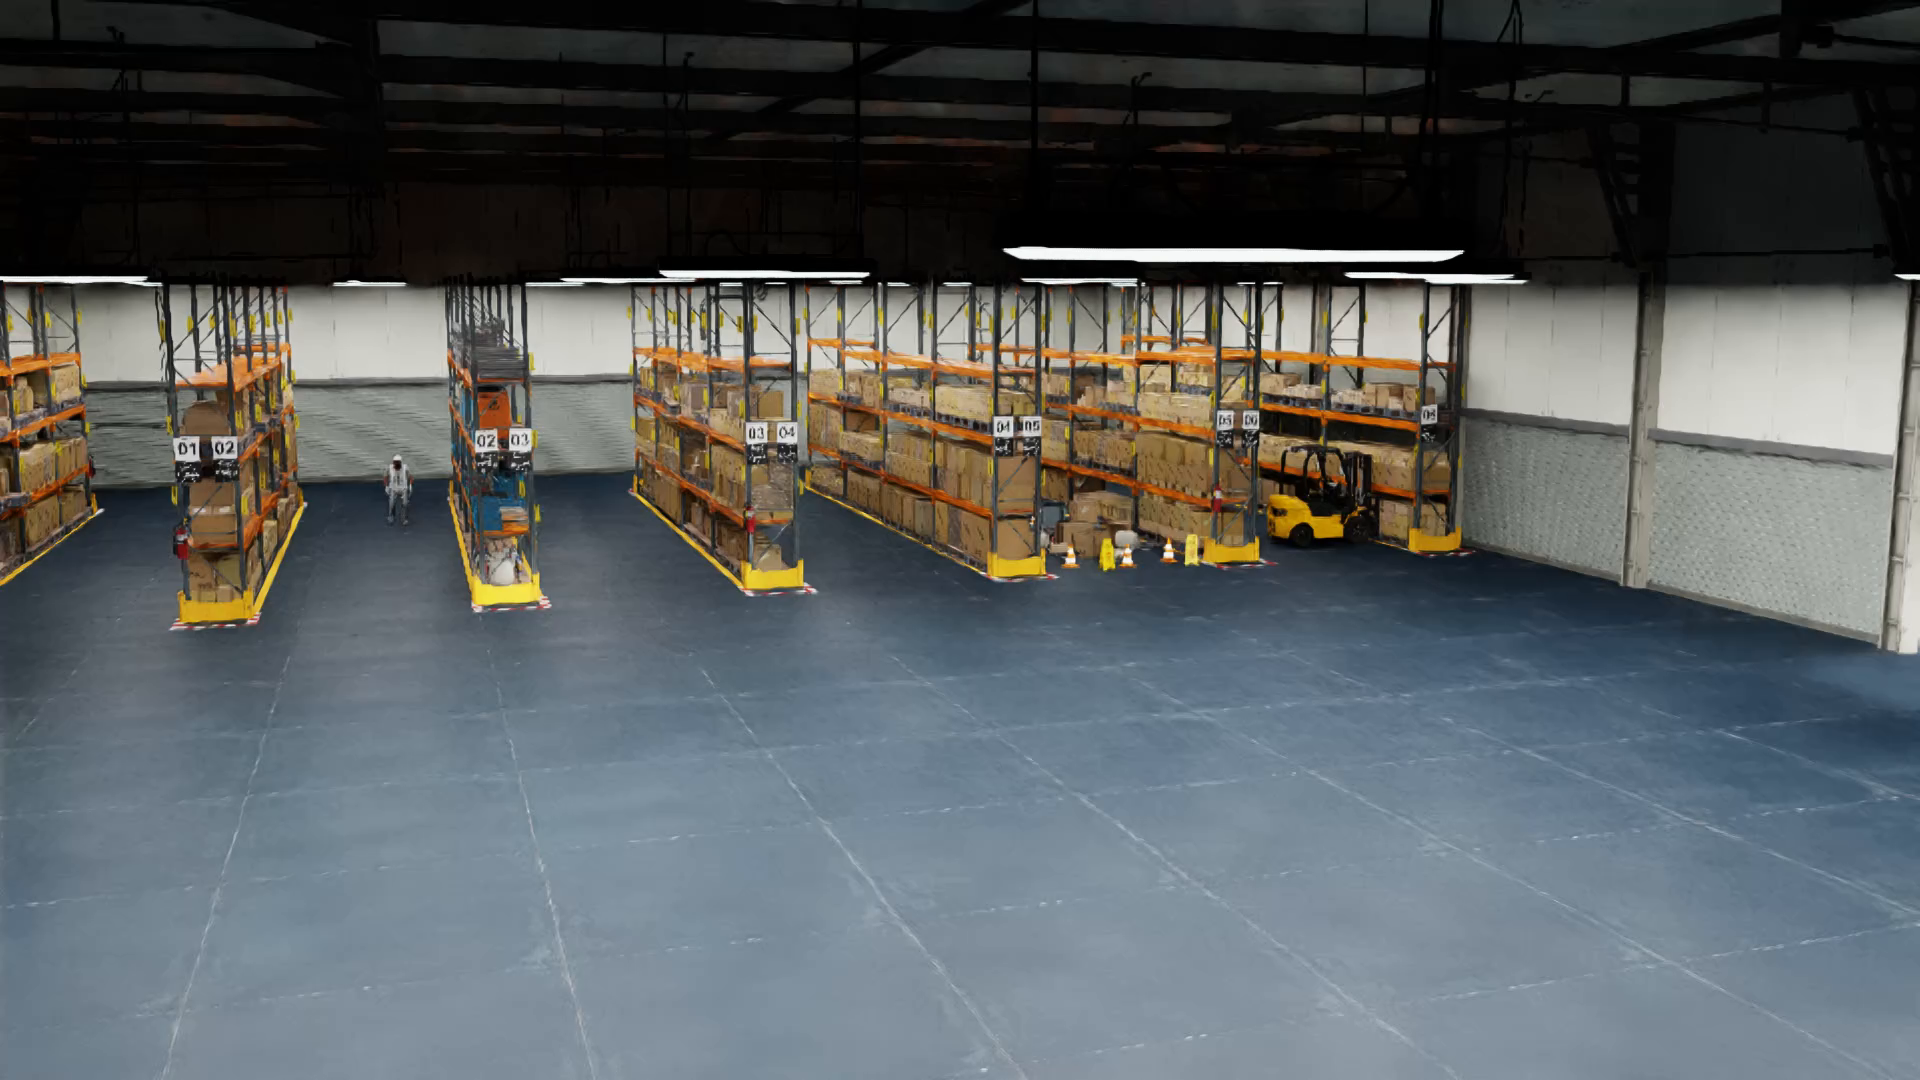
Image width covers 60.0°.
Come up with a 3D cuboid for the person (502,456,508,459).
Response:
[{"bbox_3d":[-13.435,-2.432,48.468,0.586,1.704,0.950,2,9,10],"label":"person"}]

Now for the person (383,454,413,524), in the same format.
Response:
[{"bbox_3d":[-13.695,-1.241,40.542,0.702,1.722,0.541,-3,9,-20],"label":"person"}]
